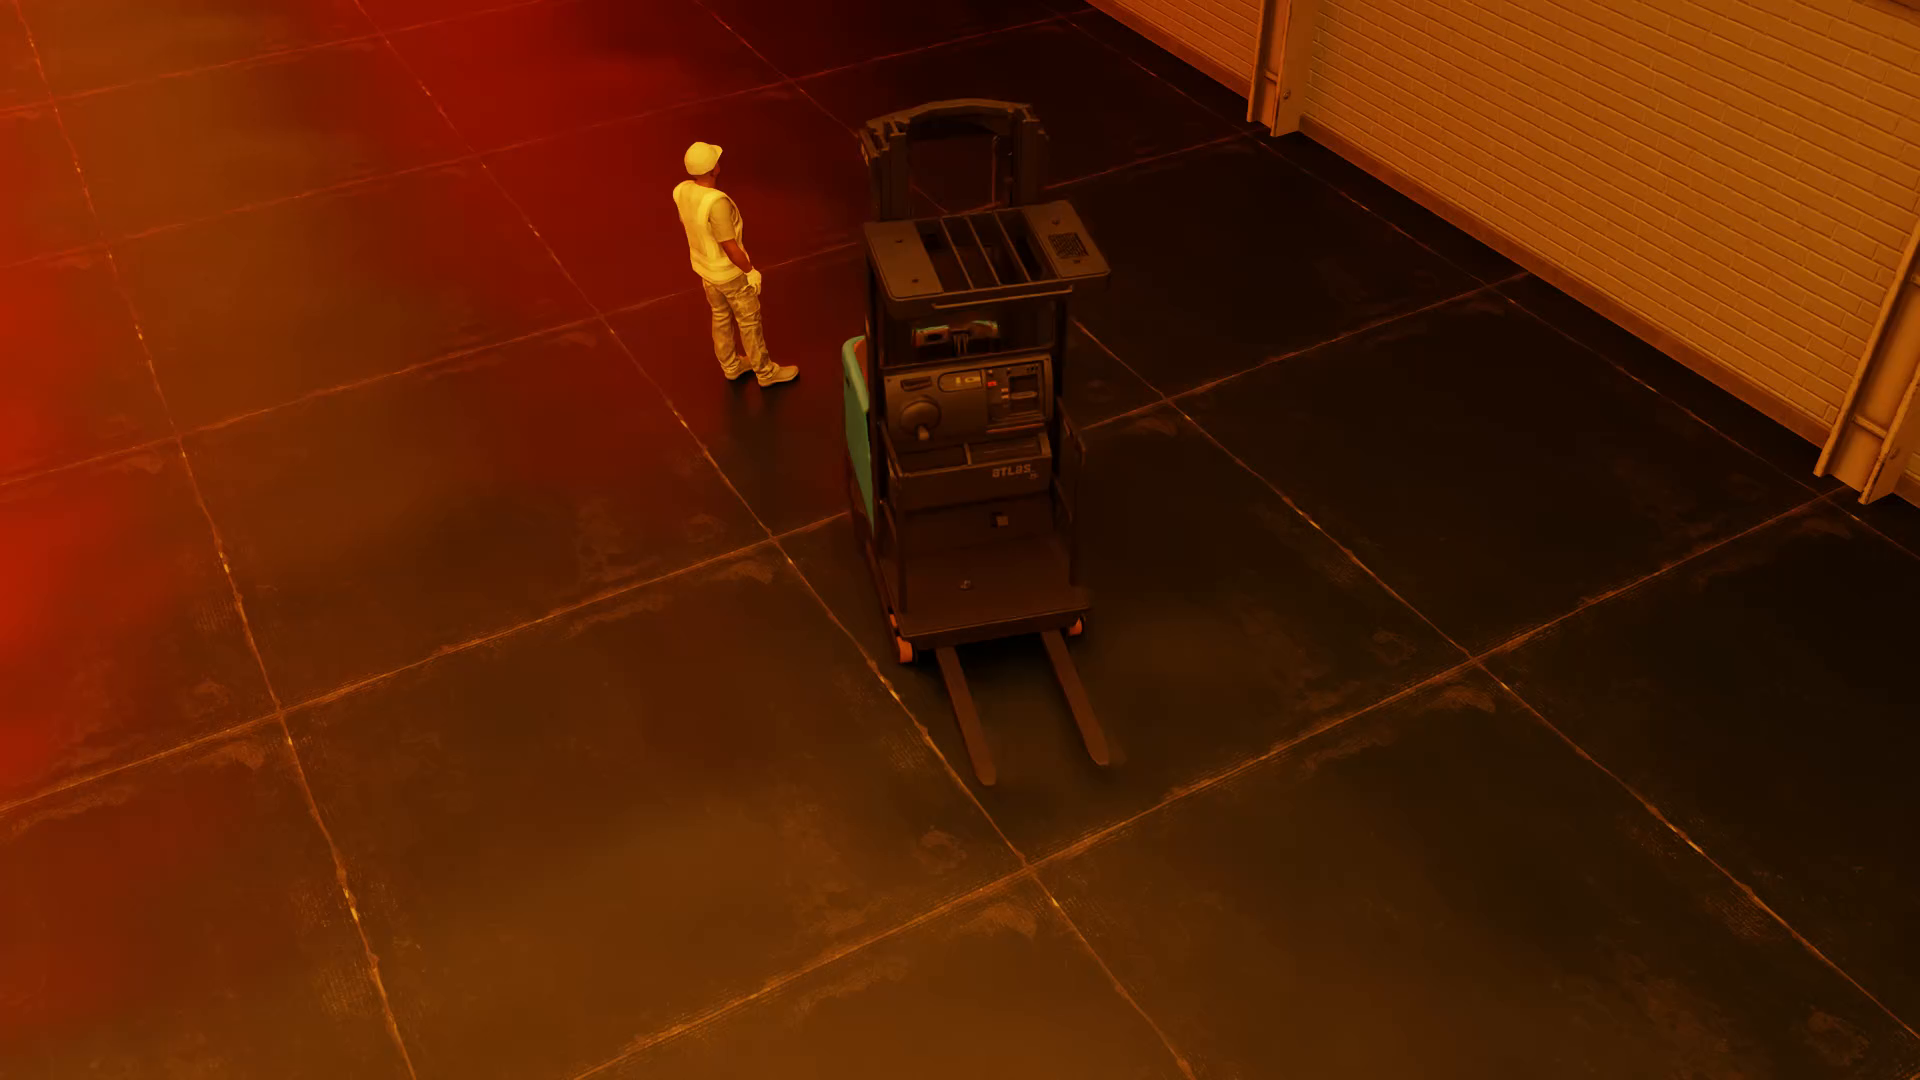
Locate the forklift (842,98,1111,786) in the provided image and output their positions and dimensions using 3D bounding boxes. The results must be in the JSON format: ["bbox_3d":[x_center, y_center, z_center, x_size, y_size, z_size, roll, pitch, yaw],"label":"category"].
[{"bbox_3d":[0.102,-0.693,8.872,1.130,2.935,3.031,-9,40,-10],"label":"forklift"}]

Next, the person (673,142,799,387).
[{"bbox_3d":[-1.531,-1.868,11.176,0.579,1.781,0.656,-30,48,-31],"label":"person"}]
